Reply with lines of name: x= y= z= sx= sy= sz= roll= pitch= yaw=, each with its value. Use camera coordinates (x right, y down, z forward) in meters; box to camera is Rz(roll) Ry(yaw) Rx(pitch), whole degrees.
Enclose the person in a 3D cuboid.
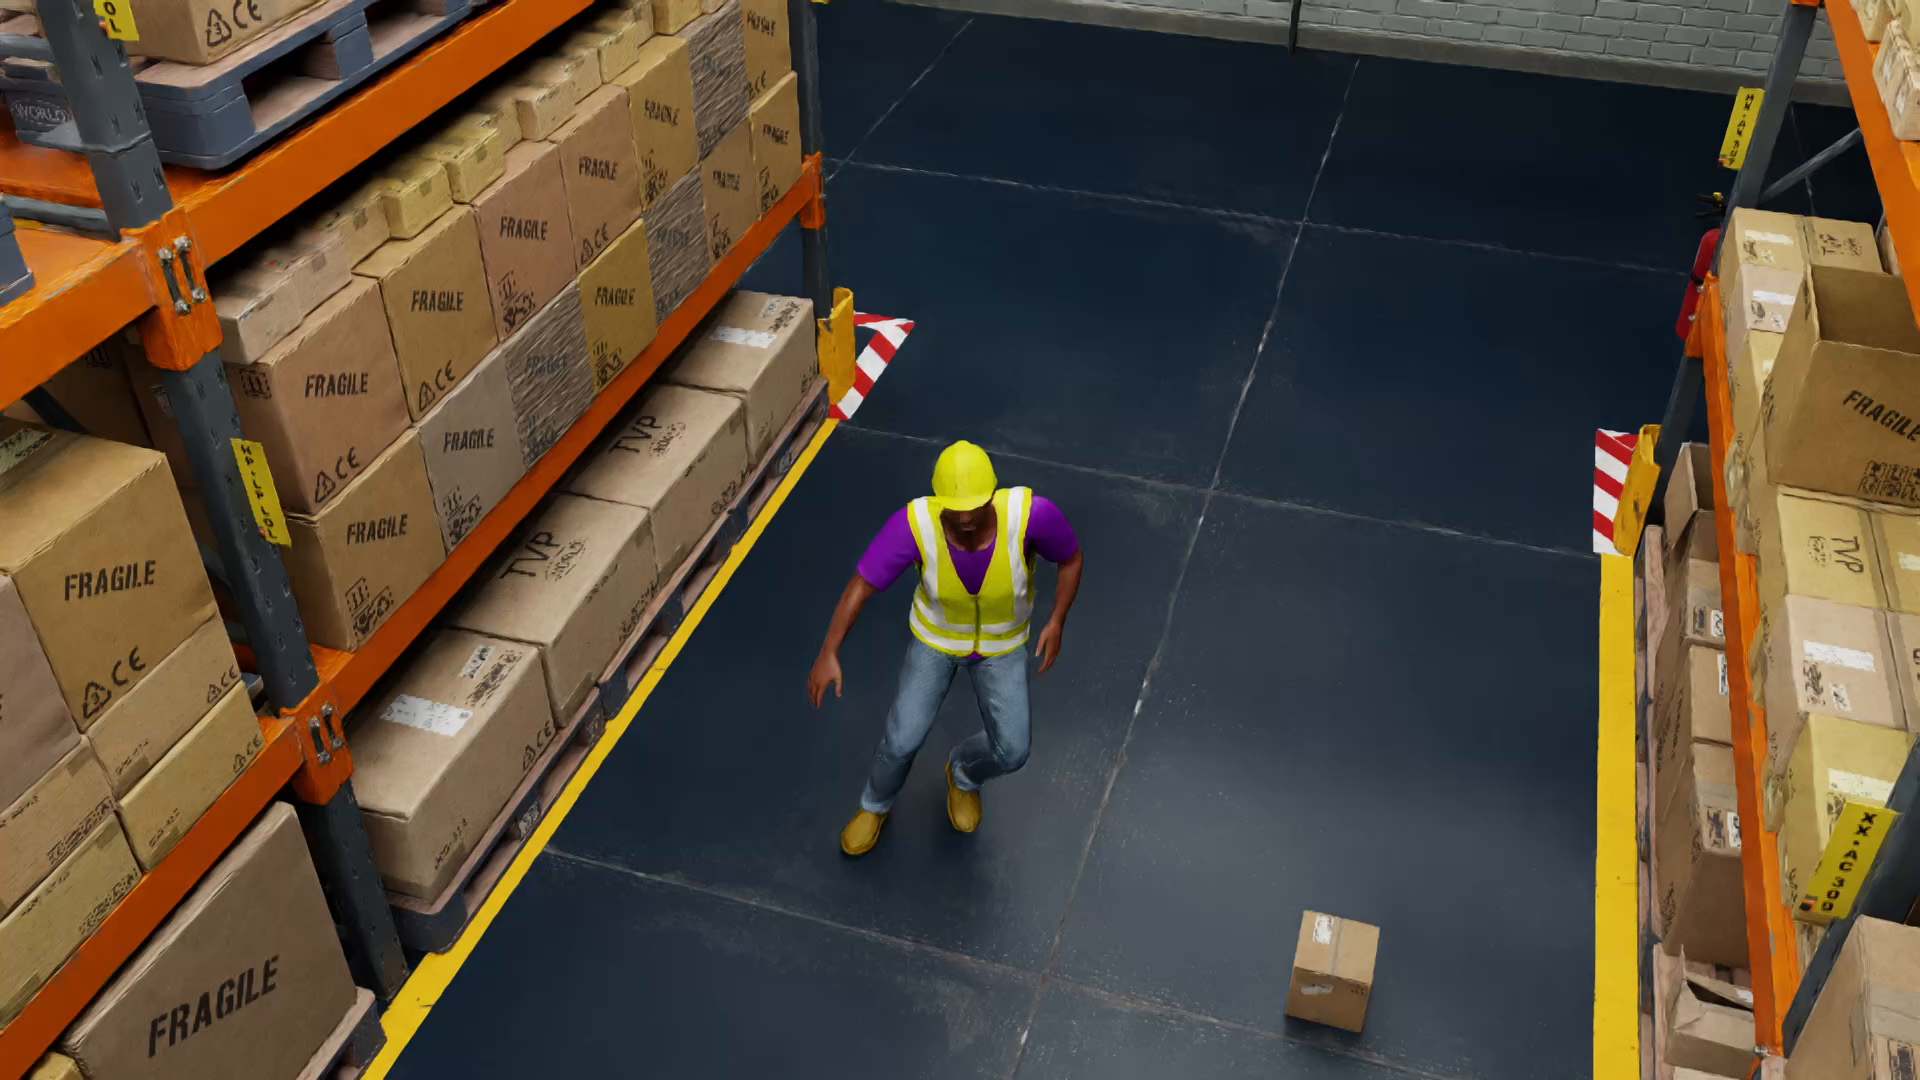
person: x=-0.052 y=0.370 z=5.744 sx=0.968 sy=1.685 sz=0.501 roll=-4 pitch=37 yaw=-6
